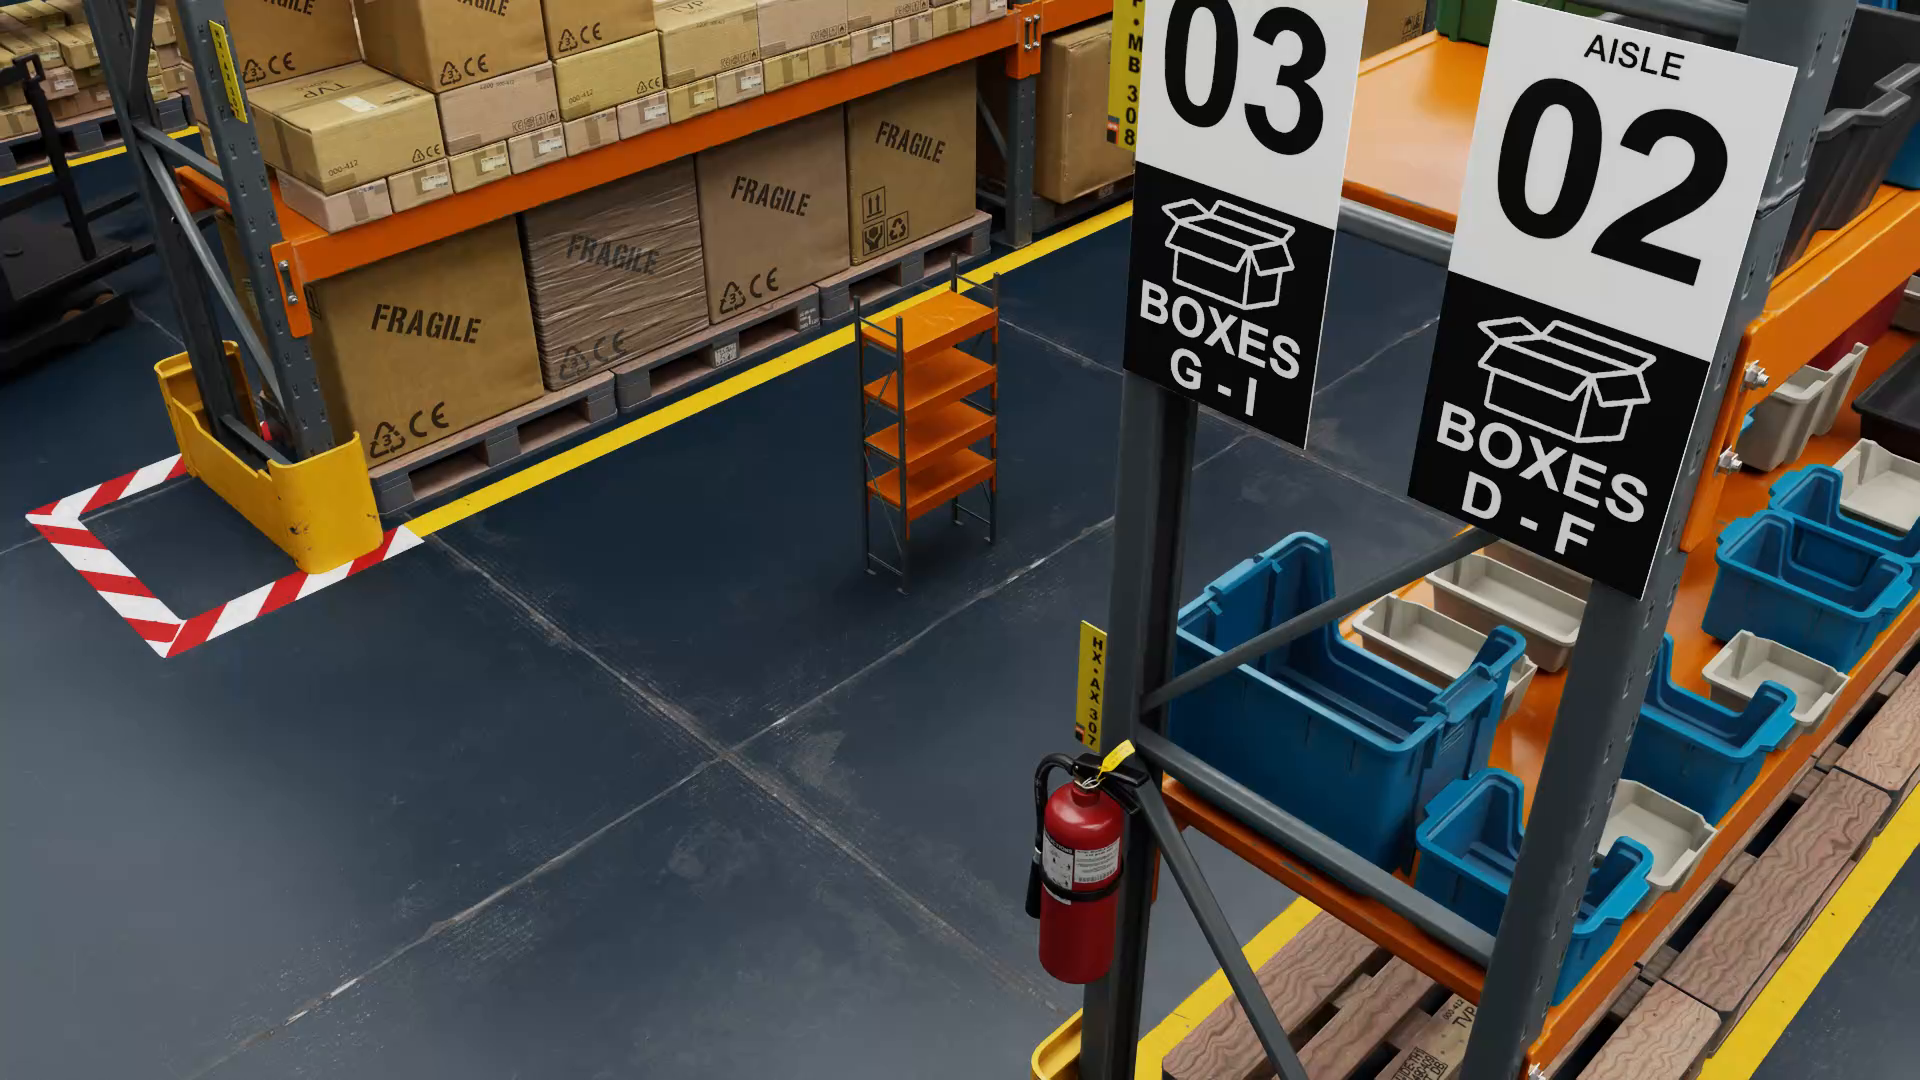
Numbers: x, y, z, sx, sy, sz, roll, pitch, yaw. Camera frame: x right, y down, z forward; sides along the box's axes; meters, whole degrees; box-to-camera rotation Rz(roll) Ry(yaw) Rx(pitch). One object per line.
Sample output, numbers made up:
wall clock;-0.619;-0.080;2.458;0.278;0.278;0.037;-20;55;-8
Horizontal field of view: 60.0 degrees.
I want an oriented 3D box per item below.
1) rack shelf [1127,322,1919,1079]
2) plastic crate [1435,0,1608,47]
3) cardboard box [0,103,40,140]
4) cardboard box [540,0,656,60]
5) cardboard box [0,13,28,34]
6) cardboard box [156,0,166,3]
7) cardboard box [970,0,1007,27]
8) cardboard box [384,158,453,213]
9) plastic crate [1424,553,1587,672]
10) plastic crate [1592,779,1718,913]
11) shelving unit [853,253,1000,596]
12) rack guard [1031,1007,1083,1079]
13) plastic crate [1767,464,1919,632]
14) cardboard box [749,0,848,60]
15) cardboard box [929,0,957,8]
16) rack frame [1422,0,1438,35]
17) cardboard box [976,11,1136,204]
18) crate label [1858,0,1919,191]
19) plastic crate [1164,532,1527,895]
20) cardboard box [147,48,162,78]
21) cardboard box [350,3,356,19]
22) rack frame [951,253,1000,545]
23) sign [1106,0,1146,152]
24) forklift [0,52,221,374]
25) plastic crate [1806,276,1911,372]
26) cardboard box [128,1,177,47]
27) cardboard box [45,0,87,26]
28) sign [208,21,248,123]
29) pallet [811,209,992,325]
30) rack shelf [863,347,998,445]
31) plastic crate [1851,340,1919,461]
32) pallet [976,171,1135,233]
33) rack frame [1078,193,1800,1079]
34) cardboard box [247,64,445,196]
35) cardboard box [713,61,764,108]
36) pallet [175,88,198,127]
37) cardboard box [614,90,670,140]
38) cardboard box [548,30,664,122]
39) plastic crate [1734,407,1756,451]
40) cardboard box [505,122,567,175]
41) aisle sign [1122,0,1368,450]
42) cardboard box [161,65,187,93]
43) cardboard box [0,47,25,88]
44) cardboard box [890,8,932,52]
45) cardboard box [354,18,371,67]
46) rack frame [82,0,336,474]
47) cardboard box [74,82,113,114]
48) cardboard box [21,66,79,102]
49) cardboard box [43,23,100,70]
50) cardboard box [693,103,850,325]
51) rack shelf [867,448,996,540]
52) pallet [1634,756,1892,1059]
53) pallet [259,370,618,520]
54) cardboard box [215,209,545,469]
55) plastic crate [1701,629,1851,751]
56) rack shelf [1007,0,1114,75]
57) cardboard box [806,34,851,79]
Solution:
rack shelf;2.100;0.086;4.633;1.077;0.370;4.000;30;45;35
plastic crate;1.183;-1.056;3.205;0.450;0.188;0.336;30;45;35
cardboard box;-5.676;-2.520;9.866;0.250;0.149;0.380;-29;44;-35
cardboard box;-1.581;-2.263;6.588;0.500;0.500;0.500;28;44;34
cardboard box;-5.862;-3.076;10.144;0.250;0.149;0.380;-29;44;-35
cardboard box;-5.128;-3.506;10.760;0.380;0.149;0.250;28;44;34
cardboard box;0.012;-2.658;8.159;0.250;0.149;0.380;-30;45;-35
cardboard box;-2.160;-1.406;6.364;0.380;0.149;0.250;29;44;35
plastic crate;1.351;0.171;4.061;0.396;0.136;0.243;30;45;35
plastic crate;1.383;0.622;3.414;0.250;0.136;0.298;30;45;35
shelving unit;-0.117;-0.425;6.310;0.258;1.200;0.503;30;45;35
rack guard;0.683;1.643;3.957;1.175;0.500;0.348;30;45;35
plastic crate;2.238;0.023;4.189;0.416;0.233;0.300;30;45;35
cardboard box;-0.853;-2.374;7.403;0.500;0.250;0.500;-29;44;-35
cardboard box;-0.130;-2.793;8.003;0.500;0.250;0.500;29;44;35
rack frame;2.813;-4.641;10.782;1.000;3.000;0.127;30;45;35
cardboard box;0.431;-2.586;9.326;1.225;0.875;0.875;30;45;35
crate label;1.570;-0.811;2.798;0.408;0.251;0.502;30;45;35
plastic crate;0.794;0.352;3.539;0.616;0.435;0.499;30;45;35
cardboard box;-5.121;-2.951;10.225;0.250;0.149;0.380;-28;44;-34
cardboard box;-4.221;-3.522;11.043;0.250;0.149;0.380;-29;44;-35
rack frame;0.055;-0.524;6.452;0.240;1.200;0.015;30;45;35
sign;0.289;-0.800;2.744;0.100;0.325;0.005;30;45;35
forklift;-4.782;-2.259;7.427;1.130;2.935;3.031;16;38;21
plastic crate;2.702;-0.810;5.181;0.402;0.464;0.583;30;45;35
cardboard box;-4.967;-3.210;10.336;0.250;0.149;0.380;-28;44;-34
cardboard box;-5.542;-3.312;10.482;0.380;0.149;0.250;28;43;34
sign;-2.434;-1.555;5.531;0.100;0.325;0.005;30;45;35
pallet;-0.597;-1.596;8.854;1.003;0.211;1.213;30;45;35
rack shelf;-0.117;-0.553;6.221;0.258;0.148;0.480;30;45;35
plastic crate;2.911;-0.370;4.846;0.437;0.125;0.590;30;45;35
pallet;0.485;-2.217;9.744;1.003;0.211;1.213;30;45;35
rack frame;0.691;0.603;3.263;1.000;3.000;0.127;30;45;35
cardboard box;-2.294;-1.540;6.207;0.500;0.250;0.500;28;44;34
cardboard box;-1.073;-2.034;7.263;0.250;0.149;0.380;-29;44;-35
pallet;-4.762;-3.129;11.052;1.003;0.211;1.213;30;45;35
cardboard box;-1.435;-1.824;6.963;0.380;0.149;0.250;29;44;35
cardboard box;-1.576;-1.956;6.804;0.500;0.250;0.500;28;44;34
plastic crate;1.956;-0.290;4.638;0.416;0.233;0.300;30;45;35
cardboard box;-1.797;-1.617;6.665;0.380;0.149;0.250;29;44;35
aisle sign;0.432;-0.552;2.647;0.394;0.787;0.004;30;45;35
cardboard box;-5.010;-2.964;10.503;0.380;0.149;0.250;30;45;35
cardboard box;-5.662;-2.756;9.685;0.380;0.149;0.250;27;43;33
cardboard box;-0.350;-2.450;7.860;0.380;0.149;0.250;29;44;35
cardboard box;-2.313;-1.963;6.814;0.500;0.250;0.500;29;44;35
rack frame;-2.824;-1.393;6.126;1.000;3.000;0.127;30;45;35
cardboard box;-5.380;-2.763;10.214;0.250;0.149;0.380;-29;44;-35
cardboard box;-5.488;-2.756;9.945;0.380;0.149;0.250;29;44;35
cardboard box;-5.285;-2.967;9.987;0.380;0.149;0.250;29;44;35
cardboard box;-1.162;-1.717;8.080;0.875;0.875;0.875;30;45;35
rack shelf;-0.117;-0.207;6.462;0.258;0.148;0.480;30;45;35
pallet;2.159;0.935;5.225;1.003;0.211;1.213;30;45;35
pallet;-2.316;-0.606;7.434;1.003;0.211;1.213;30;45;35
cardboard box;-2.430;-0.986;7.032;0.875;0.875;0.875;30;45;35
plastic crate;1.861;0.347;3.809;0.250;0.136;0.298;30;45;35
rack shelf;1.403;-3.534;9.824;1.077;0.370;4.000;30;45;35
cardboard box;-0.713;-2.240;7.560;0.250;0.149;0.380;-29;44;-35
